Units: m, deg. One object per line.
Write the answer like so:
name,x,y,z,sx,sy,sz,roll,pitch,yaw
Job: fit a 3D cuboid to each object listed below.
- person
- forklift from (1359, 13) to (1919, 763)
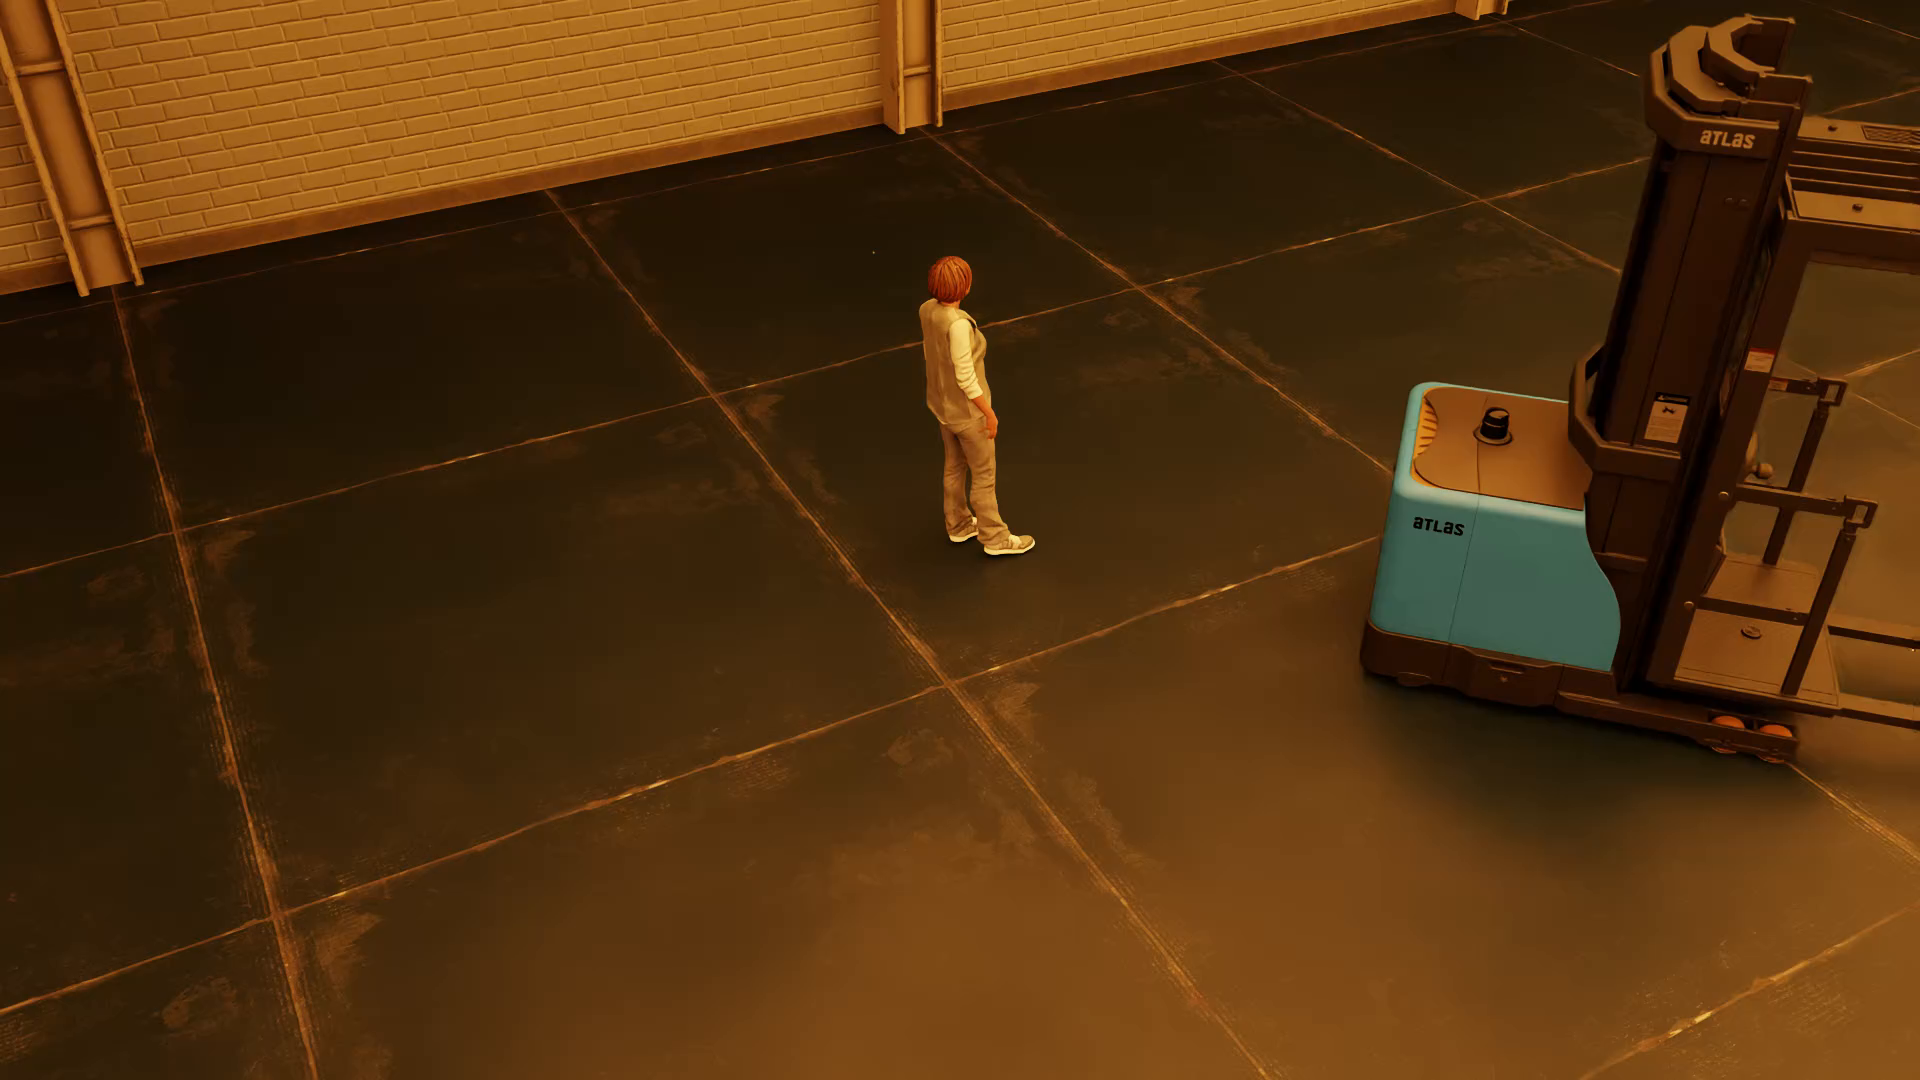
person,0.072,-0.671,8.215,0.475,1.597,0.520,-17,39,-23
forklift,3.438,-0.567,6.925,3.031,2.935,1.130,10,37,14
